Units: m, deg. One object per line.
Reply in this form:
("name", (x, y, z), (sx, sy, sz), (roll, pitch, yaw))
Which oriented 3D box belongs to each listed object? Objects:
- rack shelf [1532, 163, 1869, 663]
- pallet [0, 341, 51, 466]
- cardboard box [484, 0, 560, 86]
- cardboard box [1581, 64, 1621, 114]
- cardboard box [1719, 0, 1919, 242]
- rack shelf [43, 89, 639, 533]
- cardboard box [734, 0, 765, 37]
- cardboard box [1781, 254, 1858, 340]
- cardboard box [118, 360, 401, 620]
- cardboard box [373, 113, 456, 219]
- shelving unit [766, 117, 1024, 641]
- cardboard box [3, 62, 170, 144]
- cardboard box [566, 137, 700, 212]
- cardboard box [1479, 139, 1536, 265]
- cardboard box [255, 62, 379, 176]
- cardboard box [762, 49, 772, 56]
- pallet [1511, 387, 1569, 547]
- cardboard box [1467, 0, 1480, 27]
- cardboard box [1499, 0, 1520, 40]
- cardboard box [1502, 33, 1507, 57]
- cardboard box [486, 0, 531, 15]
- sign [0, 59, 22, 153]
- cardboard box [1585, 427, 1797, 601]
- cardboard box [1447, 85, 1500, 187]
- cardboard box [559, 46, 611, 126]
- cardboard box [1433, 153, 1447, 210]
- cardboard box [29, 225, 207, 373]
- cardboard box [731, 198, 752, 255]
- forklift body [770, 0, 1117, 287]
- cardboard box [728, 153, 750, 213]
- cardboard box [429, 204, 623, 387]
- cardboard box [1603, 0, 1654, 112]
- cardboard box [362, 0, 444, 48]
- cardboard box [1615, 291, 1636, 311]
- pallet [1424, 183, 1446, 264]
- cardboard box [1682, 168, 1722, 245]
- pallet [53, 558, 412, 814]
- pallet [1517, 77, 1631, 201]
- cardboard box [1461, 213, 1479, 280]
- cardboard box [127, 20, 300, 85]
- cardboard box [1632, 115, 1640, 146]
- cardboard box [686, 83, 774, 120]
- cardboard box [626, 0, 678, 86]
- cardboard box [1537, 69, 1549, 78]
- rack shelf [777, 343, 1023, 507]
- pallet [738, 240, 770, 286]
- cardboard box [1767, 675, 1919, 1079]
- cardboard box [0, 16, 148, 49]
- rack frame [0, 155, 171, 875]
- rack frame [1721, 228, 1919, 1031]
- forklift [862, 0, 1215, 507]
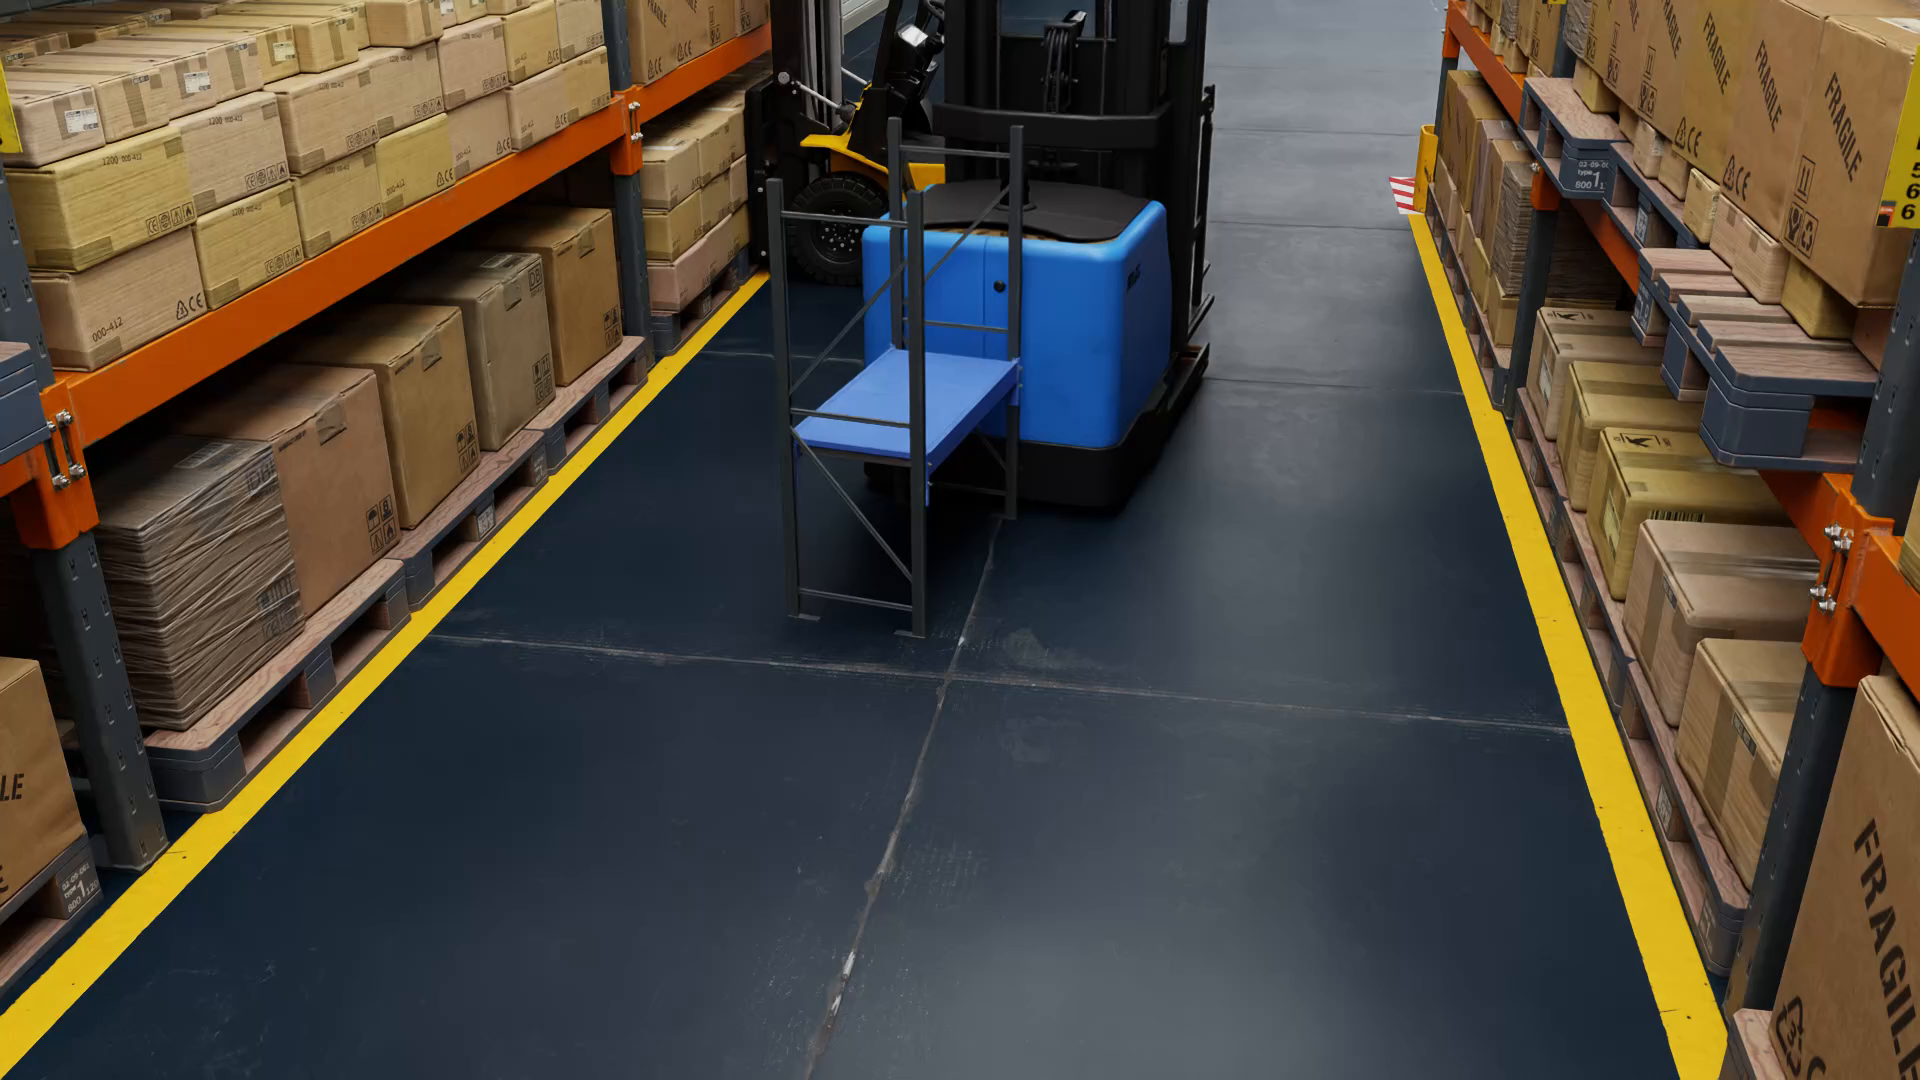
("rack shelf", (2.593, -0.708, 5.073), (1.077, 0.370, 4.000), (4, 25, 9))
("pallet", (-2.673, -0.164, 3.289), (1.213, 0.211, 1.003), (4, 25, 9))
("cardboard box", (-1.882, -1.932, 6.427), (0.500, 0.250, 0.500), (3, 25, 7))
("cardboard box", (2.469, -1.633, 6.002), (0.380, 0.149, 0.250), (5, 25, 10))
("cardboard box", (2.140, -0.994, 3.871), (0.500, 0.500, 0.500), (4, 25, 8))
("rack shelf", (-2.304, -1.050, 5.804), (1.077, 0.370, 4.000), (4, 25, 9))
("cardboard box", (-1.394, -3.065, 9.142), (0.500, 0.500, 0.500), (4, 25, 9))
("cardboard box", (2.060, -0.544, 3.675), (0.380, 0.149, 0.250), (4, 25, 9))
("cardboard box", (-2.417, -0.188, 5.419), (0.875, 0.625, 0.625), (5, 26, 10))
("cardboard box", (-2.067, -1.283, 5.630), (0.500, 0.250, 0.500), (5, 26, 10))
("shelving unit", (-0.183, -0.588, 5.737), (0.538, 1.500, 1.048), (8, 26, 17))
("cardboard box", (-2.246, -1.103, 4.186), (0.380, 0.149, 0.250), (5, 25, 10))
("cardboard box", (-1.589, -1.791, 8.106), (0.500, 0.250, 0.500), (4, 25, 8))
("cardboard box", (2.833, -1.634, 8.065), (0.500, 0.500, 0.500), (4, 25, 9))
("cardboard box", (-2.131, -1.294, 5.063), (0.500, 0.250, 0.500), (3, 25, 7))
("cardboard box", (-1.091, -3.069, 10.837), (0.500, 0.250, 0.500), (5, 26, 10))
("pallet", (2.794, -0.282, 6.602), (1.003, 0.211, 1.213), (4, 25, 9))
("cardboard box", (3.077, -2.987, 9.389), (0.380, 0.149, 0.250), (4, 25, 9))
("cardboard box", (2.905, -2.686, 7.982), (0.500, 0.500, 0.500), (5, 25, 10))
("cardboard box", (2.906, -2.442, 8.225), (0.380, 0.149, 0.250), (4, 25, 8))
("cardboard box", (-1.843, -2.066, 6.243), (0.380, 0.149, 0.250), (3, 25, 7))
("sign", (-2.094, -0.994, 3.564), (0.100, 0.325, 0.005), (4, 25, 9))
("cardboard box", (2.611, -0.059, 5.442), (0.950, 0.372, 0.625), (5, 26, 10))
("cardboard box", (3.085, -2.280, 9.447), (0.500, 0.500, 0.500), (3, 25, 7))
("cardboard box", (-1.802, -1.916, 6.981), (0.500, 0.250, 0.500), (5, 25, 10))
("cardboard box", (3.169, -2.170, 10.095), (0.500, 0.250, 0.500), (4, 25, 8))
("cardboard box", (-2.317, -0.640, 4.257), (0.500, 0.250, 0.500), (4, 25, 9))
("cardboard box", (-1.435, -1.766, 9.233), (0.500, 0.250, 0.500), (4, 25, 9))
("forklift body", (0.166, -2.582, 9.228), (2.313, 2.155, 1.214), (4, 25, 9))
("cardboard box", (-1.420, -1.985, 9.111), (0.500, 0.250, 0.500), (4, 25, 8))
("cardboard box", (-2.052, -1.108, 7.385), (0.875, 0.625, 0.625), (5, 26, 11))
("cardboard box", (2.385, -1.649, 5.270), (0.500, 0.500, 0.500), (4, 25, 8))
("cardboard box", (-1.961, -1.741, 5.547), (0.380, 0.149, 0.250), (3, 25, 7))
("cardboard box", (3.283, -1.043, 7.688), (0.500, 0.250, 0.500), (3, 25, 6))
("pallet", (3.394, -1.911, 10.084), (1.003, 0.211, 1.213), (4, 25, 9))
("cardboard box", (2.137, -0.873, 4.379), (0.380, 0.149, 0.250), (4, 25, 9))
("pallet", (-2.458, 0.382, 5.185), (1.003, 0.211, 1.213), (4, 25, 9))
("pallet", (2.652, -1.474, 6.086), (1.003, 0.211, 1.213), (4, 25, 9))
("cardboard box", (2.916, -1.517, 8.700), (0.500, 0.250, 0.500), (4, 25, 9))
("cardboard box", (-2.188, -1.430, 4.883), (0.380, 0.149, 0.250), (4, 25, 9))
("cardboard box", (2.372, -1.302, 5.294), (0.380, 0.149, 0.250), (4, 25, 9))
("cardboard box", (-1.332, -2.432, 9.476), (0.500, 0.250, 0.500), (4, 25, 7))
("cardboard box", (-1.647, -2.425, 7.775), (0.500, 0.500, 0.500), (3, 25, 7))
("cardboard box", (2.672, -1.912, 7.093), (0.380, 0.149, 0.250), (4, 25, 8))
("rack shelf", (-0.183, -0.425, 5.813), (0.538, 0.185, 1.000), (8, 26, 17))
("pallet", (-1.609, -1.791, 9.827), (1.003, 0.211, 1.213), (4, 25, 9))
("cardboard box", (2.072, 0.858, 2.890), (0.875, 0.875, 0.875), (4, 25, 8))
("cardboard box", (-2.652, -1.461, 4.951), (0.380, 0.149, 0.250), (4, 25, 8))
("rack frame", (-2.631, -0.540, 3.864), (1.000, 3.000, 0.127), (4, 25, 9))
("rack frame", (2.266, -0.197, 3.133), (1.000, 3.000, 0.127), (4, 25, 9))
("forklift", (0.549, -2.053, 7.180), (1.130, 2.935, 3.031), (8, 26, 16))
